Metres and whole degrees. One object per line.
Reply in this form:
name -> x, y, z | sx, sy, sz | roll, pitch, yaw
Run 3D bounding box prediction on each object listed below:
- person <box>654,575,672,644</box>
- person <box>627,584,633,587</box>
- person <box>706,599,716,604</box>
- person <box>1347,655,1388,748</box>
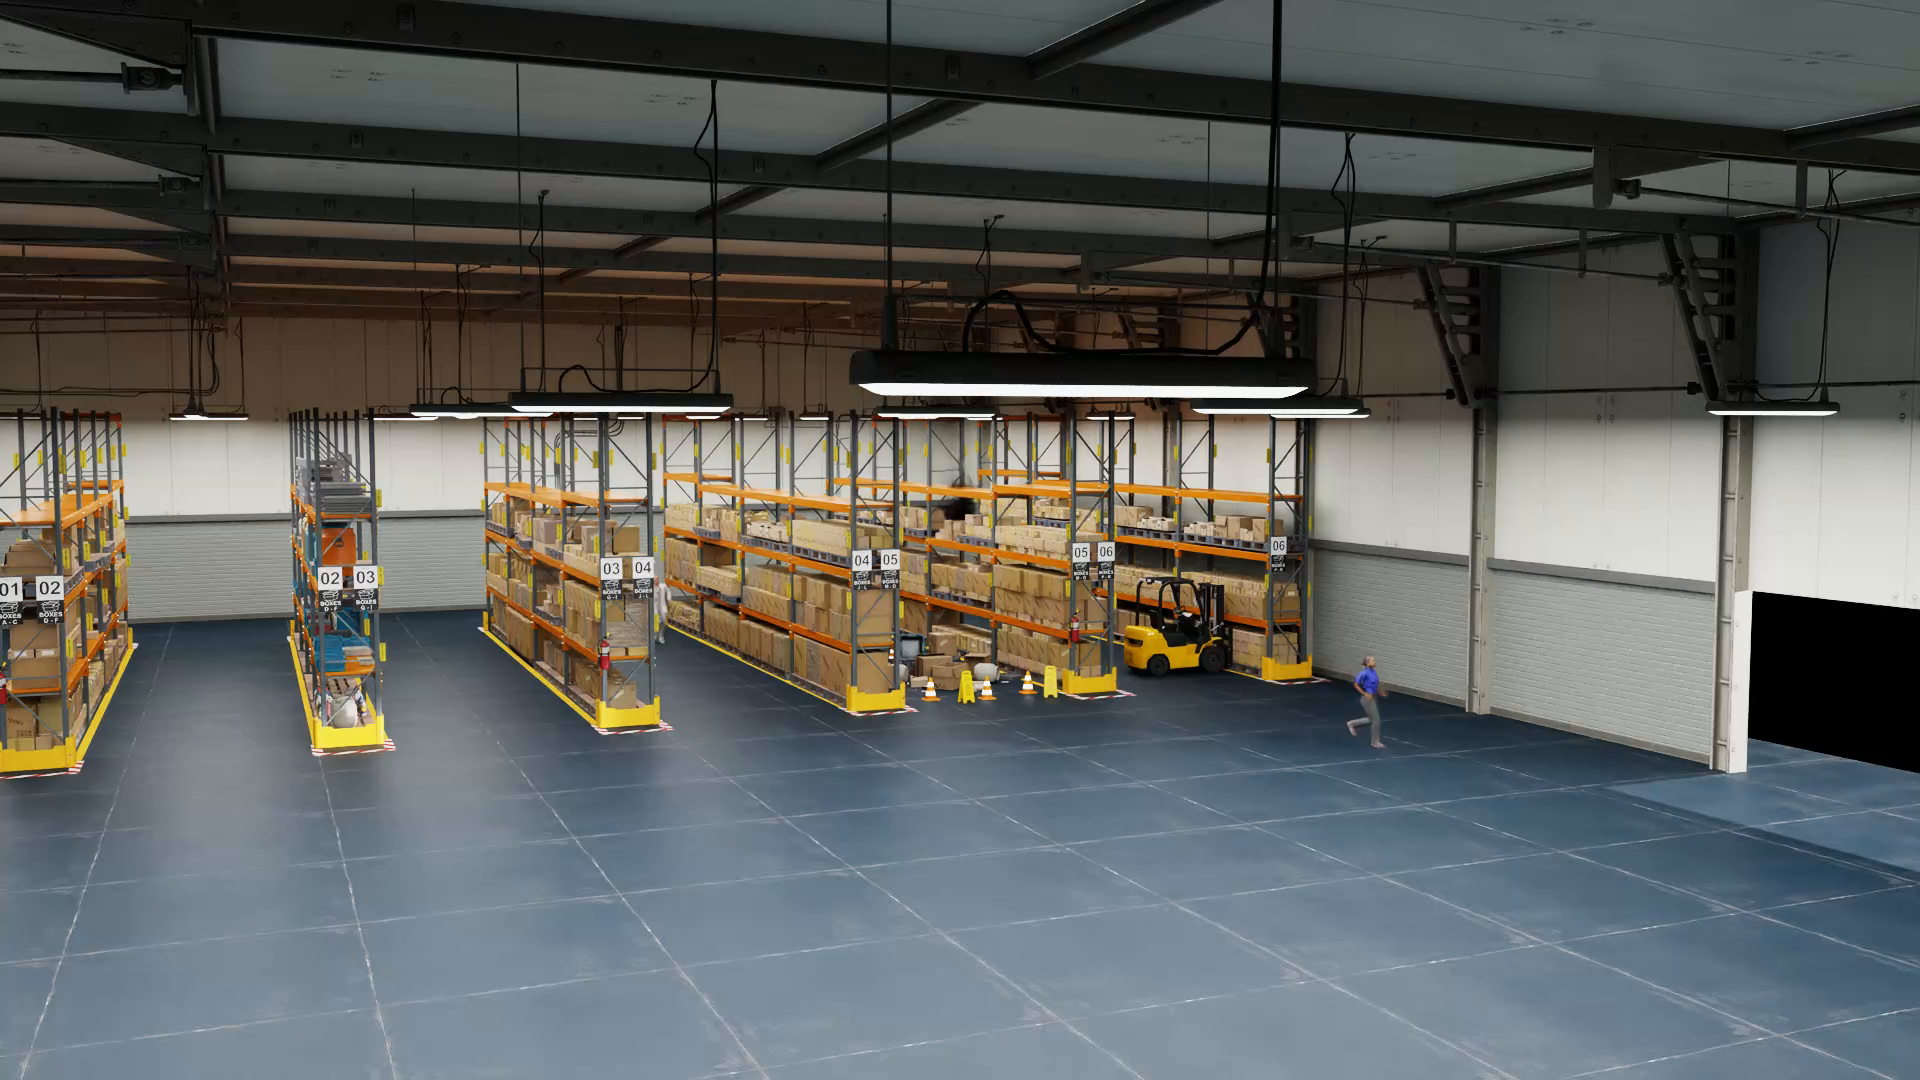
person -> -7.907, 1.812, 43.576 | 0.722, 1.817, 0.822 | -1, 4, -18
person -> -9.518, 1.472, 48.130 | 0.708, 1.772, 0.967 | 4, 5, 41
person -> -7.310, 1.421, 49.307 | 0.548, 1.718, 0.765 | 3, 5, 35
person -> 7.230, 2.858, 29.503 | 0.718, 1.643, 0.577 | 3, 5, 35
